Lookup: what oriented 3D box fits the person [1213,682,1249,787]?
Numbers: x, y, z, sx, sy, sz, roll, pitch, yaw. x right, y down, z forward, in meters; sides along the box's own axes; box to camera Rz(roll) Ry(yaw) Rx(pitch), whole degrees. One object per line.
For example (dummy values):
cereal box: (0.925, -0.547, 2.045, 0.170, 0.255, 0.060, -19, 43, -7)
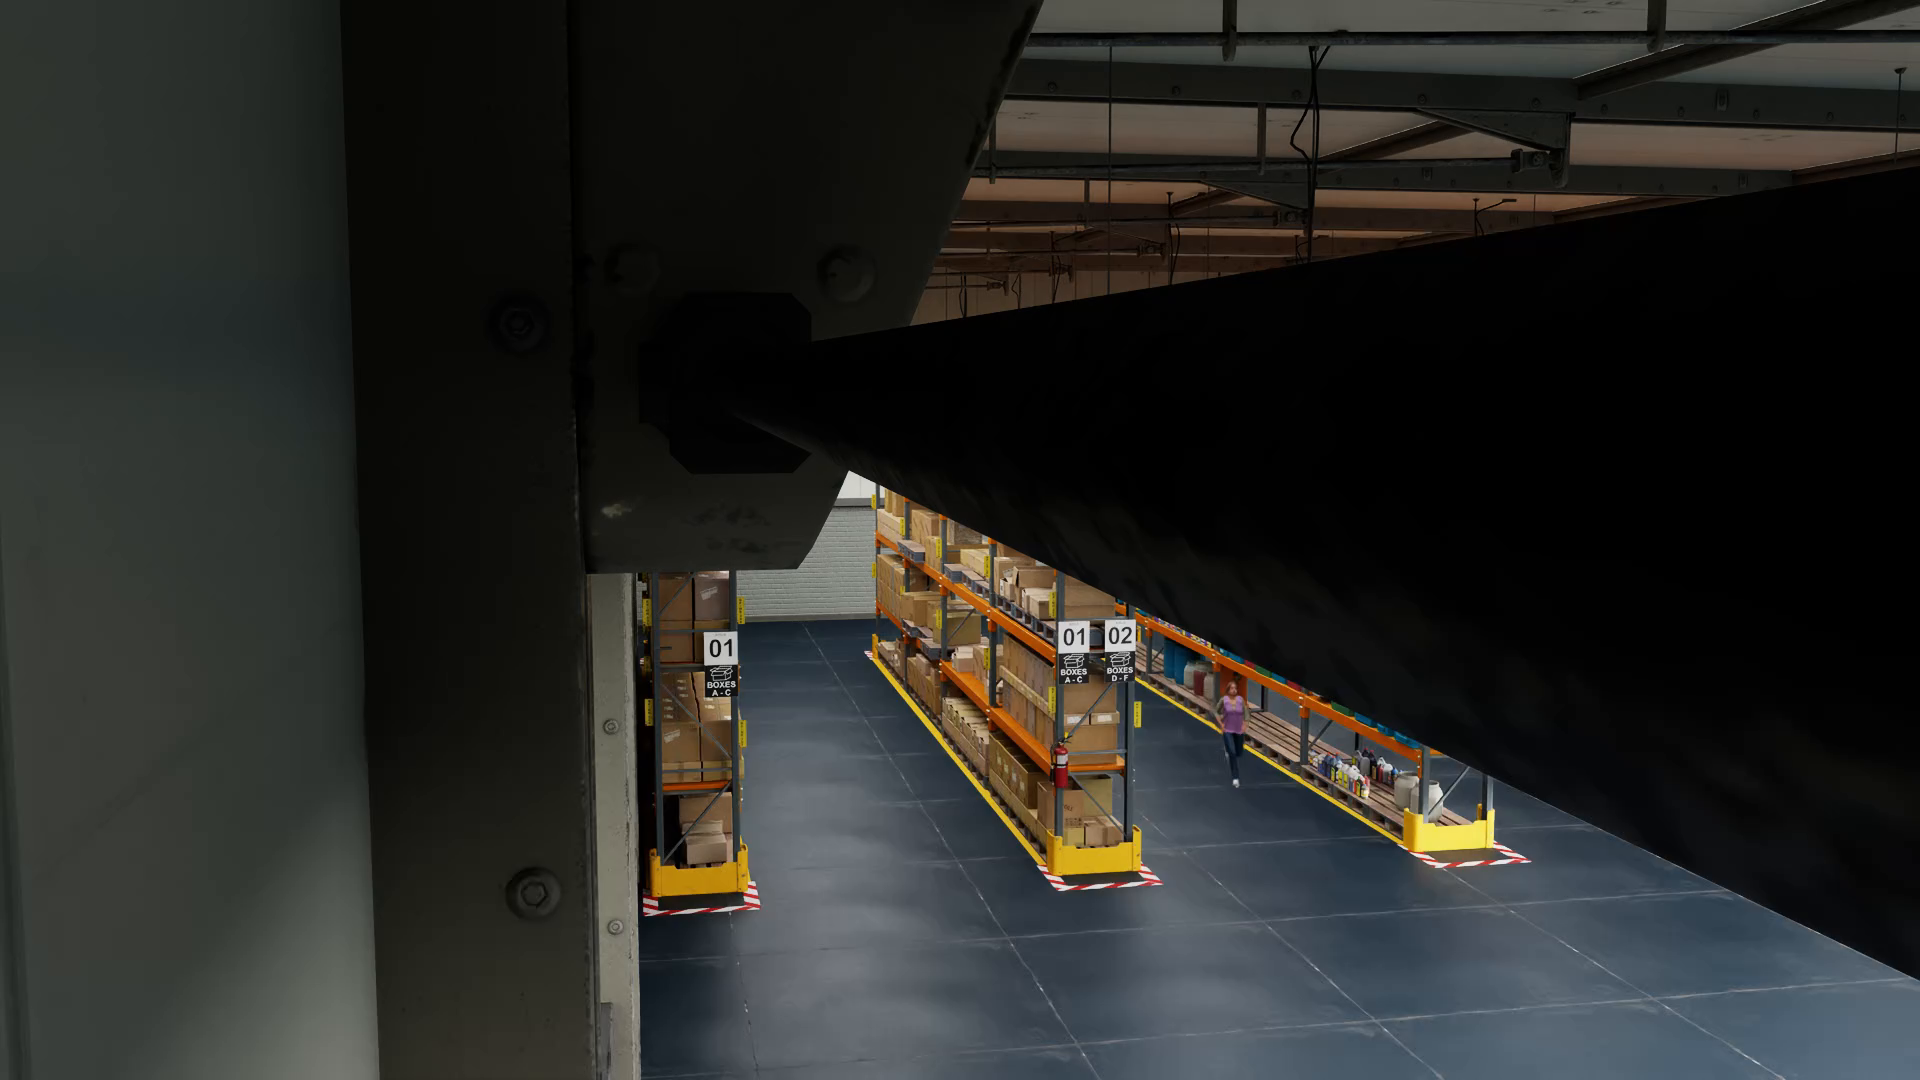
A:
person: (4.177, 2.953, 25.594, 0.530, 1.570, 0.853, -1, 6, -9)
